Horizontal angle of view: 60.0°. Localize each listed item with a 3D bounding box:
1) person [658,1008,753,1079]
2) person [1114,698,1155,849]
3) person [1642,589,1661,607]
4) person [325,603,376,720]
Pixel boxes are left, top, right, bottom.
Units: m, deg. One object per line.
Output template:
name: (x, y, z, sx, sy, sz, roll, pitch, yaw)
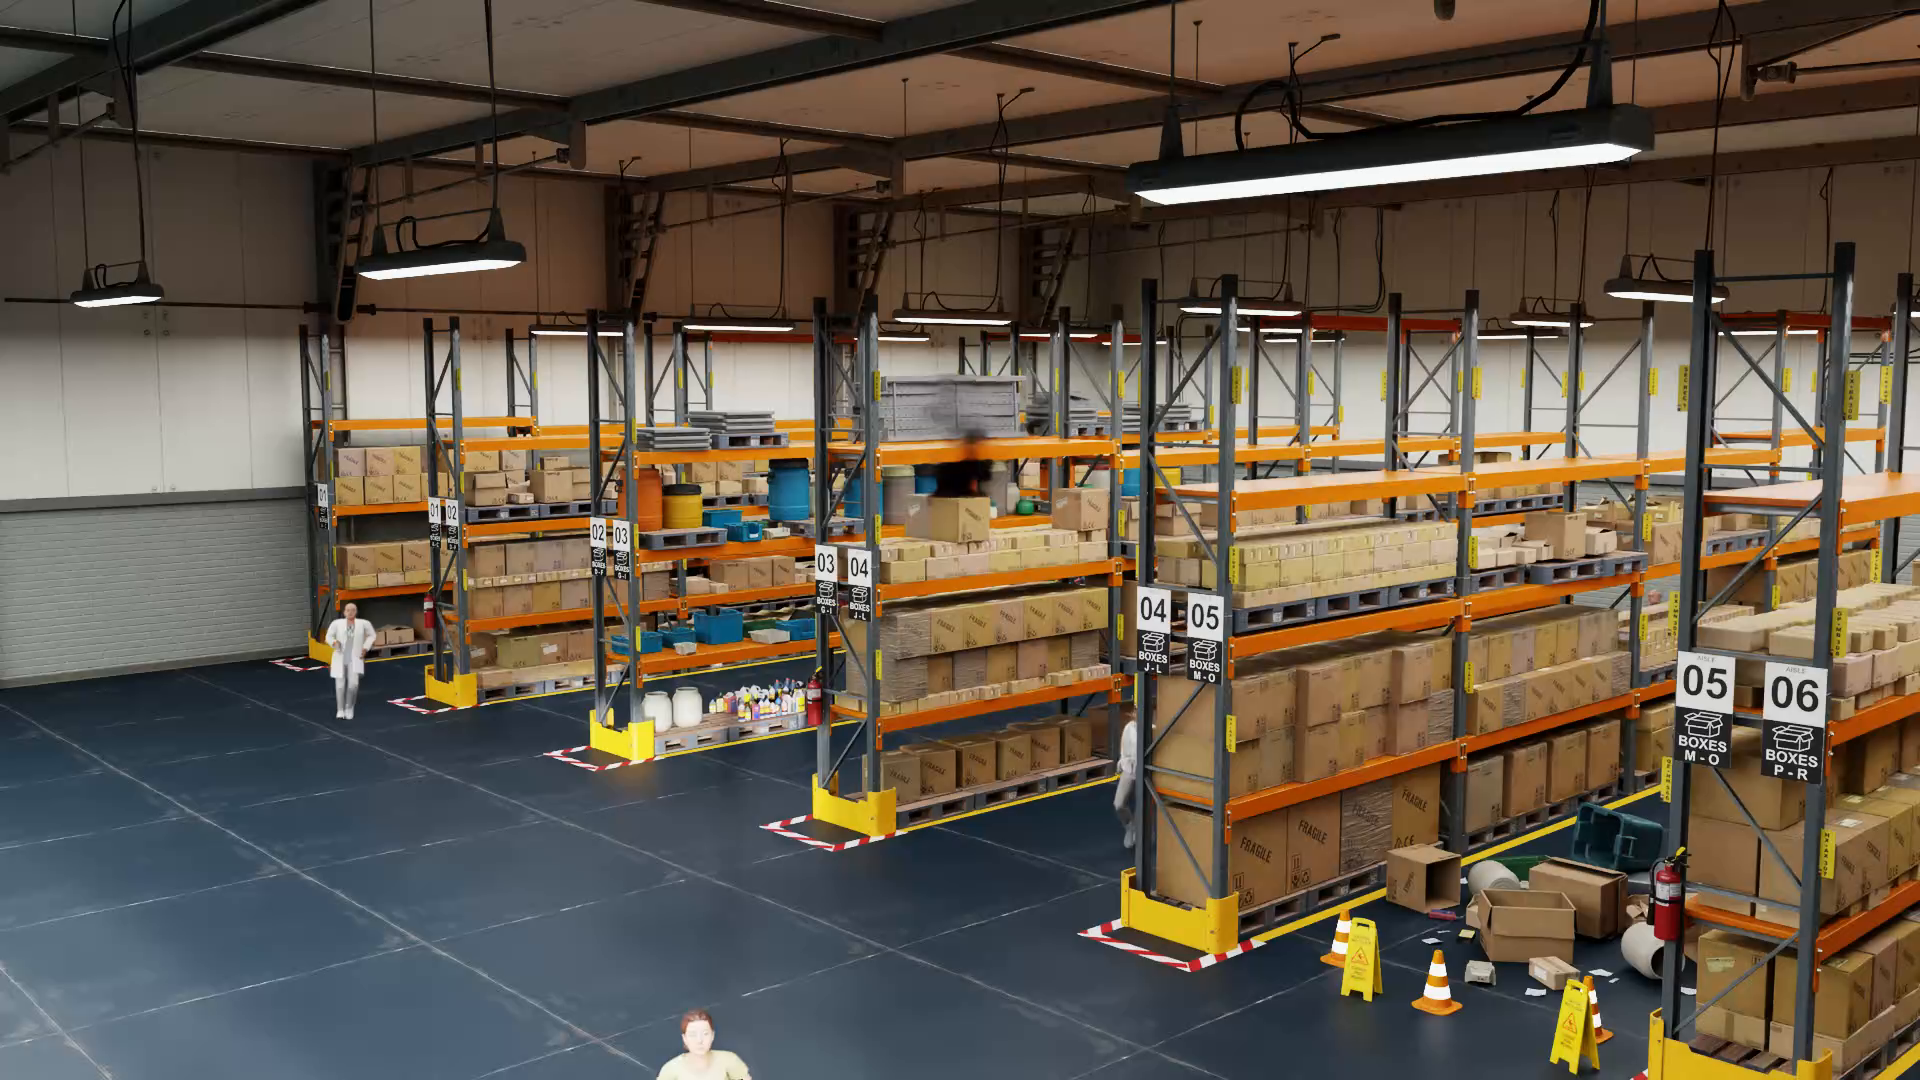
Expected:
person: (-1.412, 3.421, 9.177, 0.562, 1.649, 0.595, -1, 6, -10)
person: (1.895, 2.516, 17.902, 0.593, 1.670, 0.636, 4, 7, 34)
person: (10.848, 1.698, 25.859, 0.986, 1.800, 0.731, -4, 7, -33)
person: (-9.053, 1.812, 24.680, 0.684, 1.761, 0.742, -2, 6, -15)
